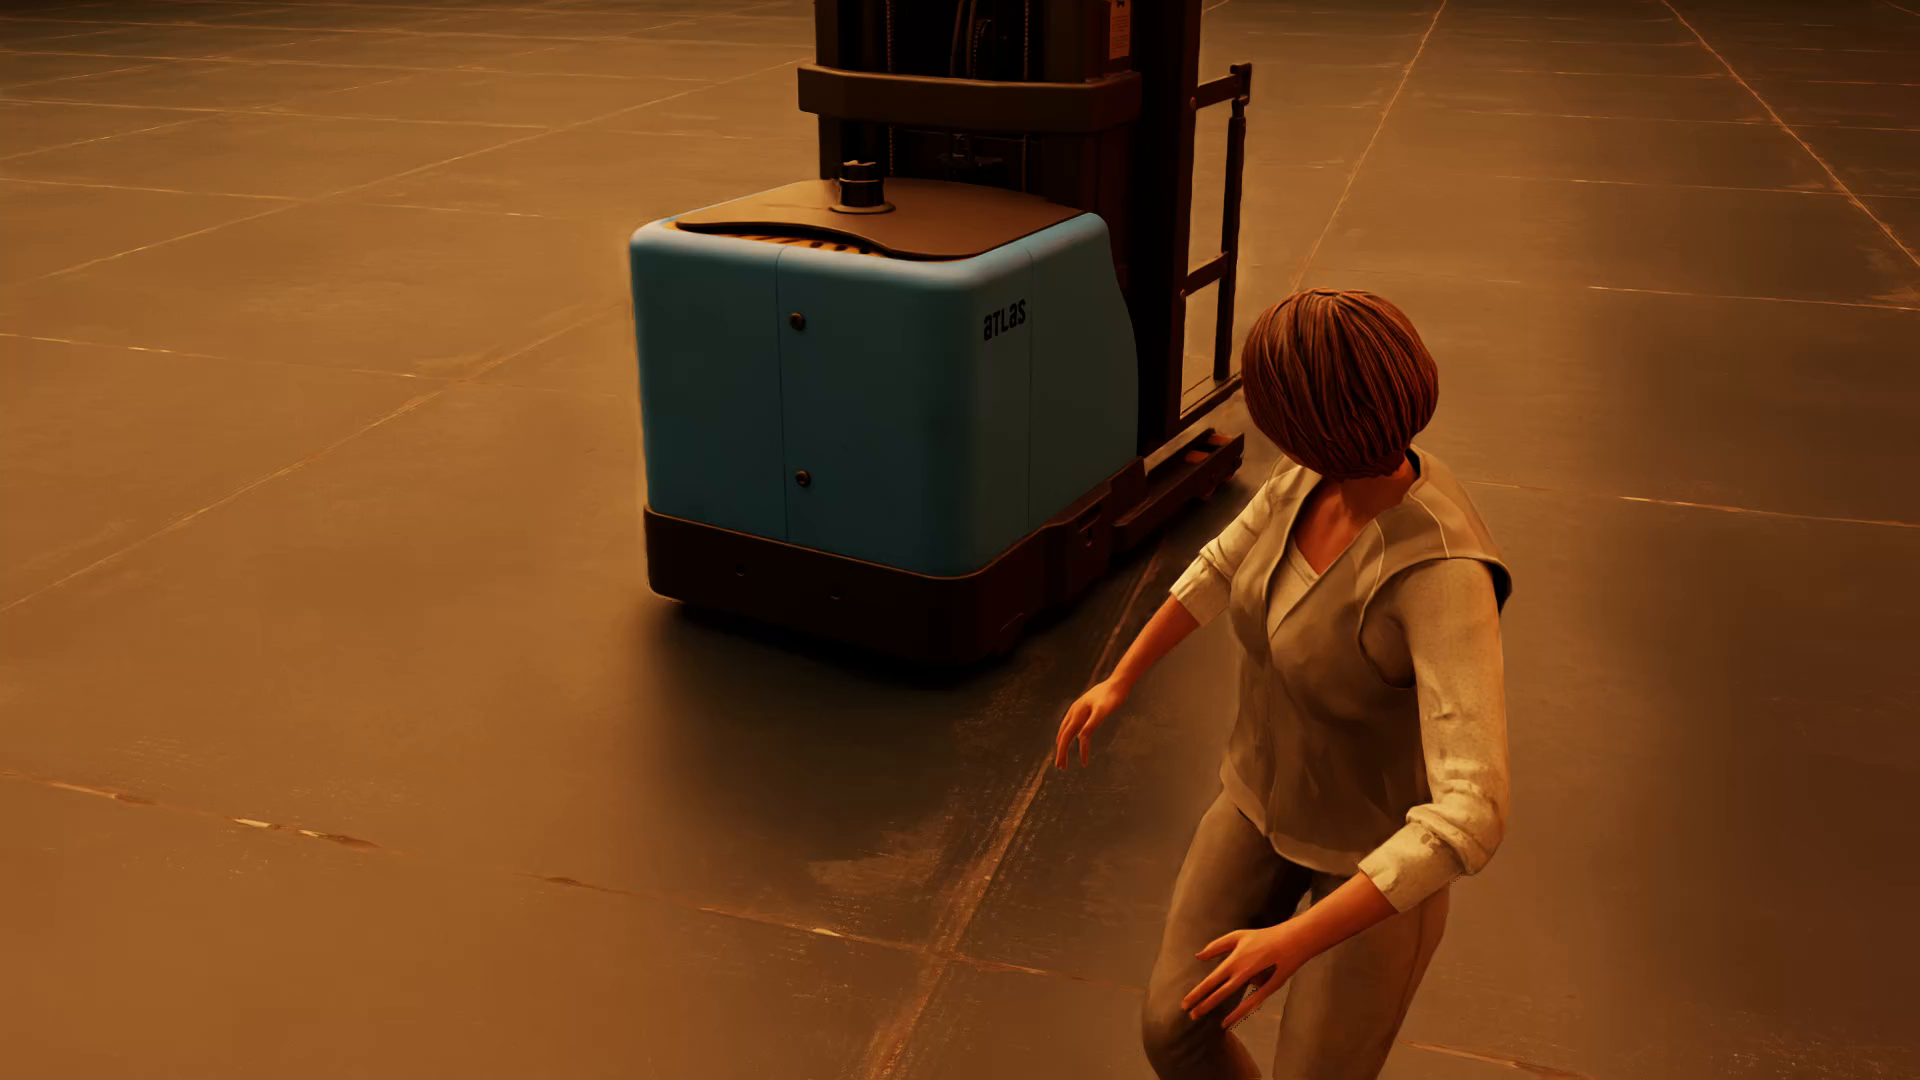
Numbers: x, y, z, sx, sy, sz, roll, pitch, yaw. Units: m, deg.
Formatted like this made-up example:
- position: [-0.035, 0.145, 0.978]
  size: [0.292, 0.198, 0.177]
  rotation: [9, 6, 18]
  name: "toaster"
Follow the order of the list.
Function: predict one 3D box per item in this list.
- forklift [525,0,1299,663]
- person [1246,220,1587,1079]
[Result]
- position: [-0.421, -1.532, 4.991]
  size: [1.130, 2.935, 3.031]
  rotation: [-18, 28, -37]
  name: "forklift"
- position: [0.492, 0.399, 2.060]
  size: [0.345, 1.601, 0.485]
  rotation: [-8, 24, -18]
  name: "person"
